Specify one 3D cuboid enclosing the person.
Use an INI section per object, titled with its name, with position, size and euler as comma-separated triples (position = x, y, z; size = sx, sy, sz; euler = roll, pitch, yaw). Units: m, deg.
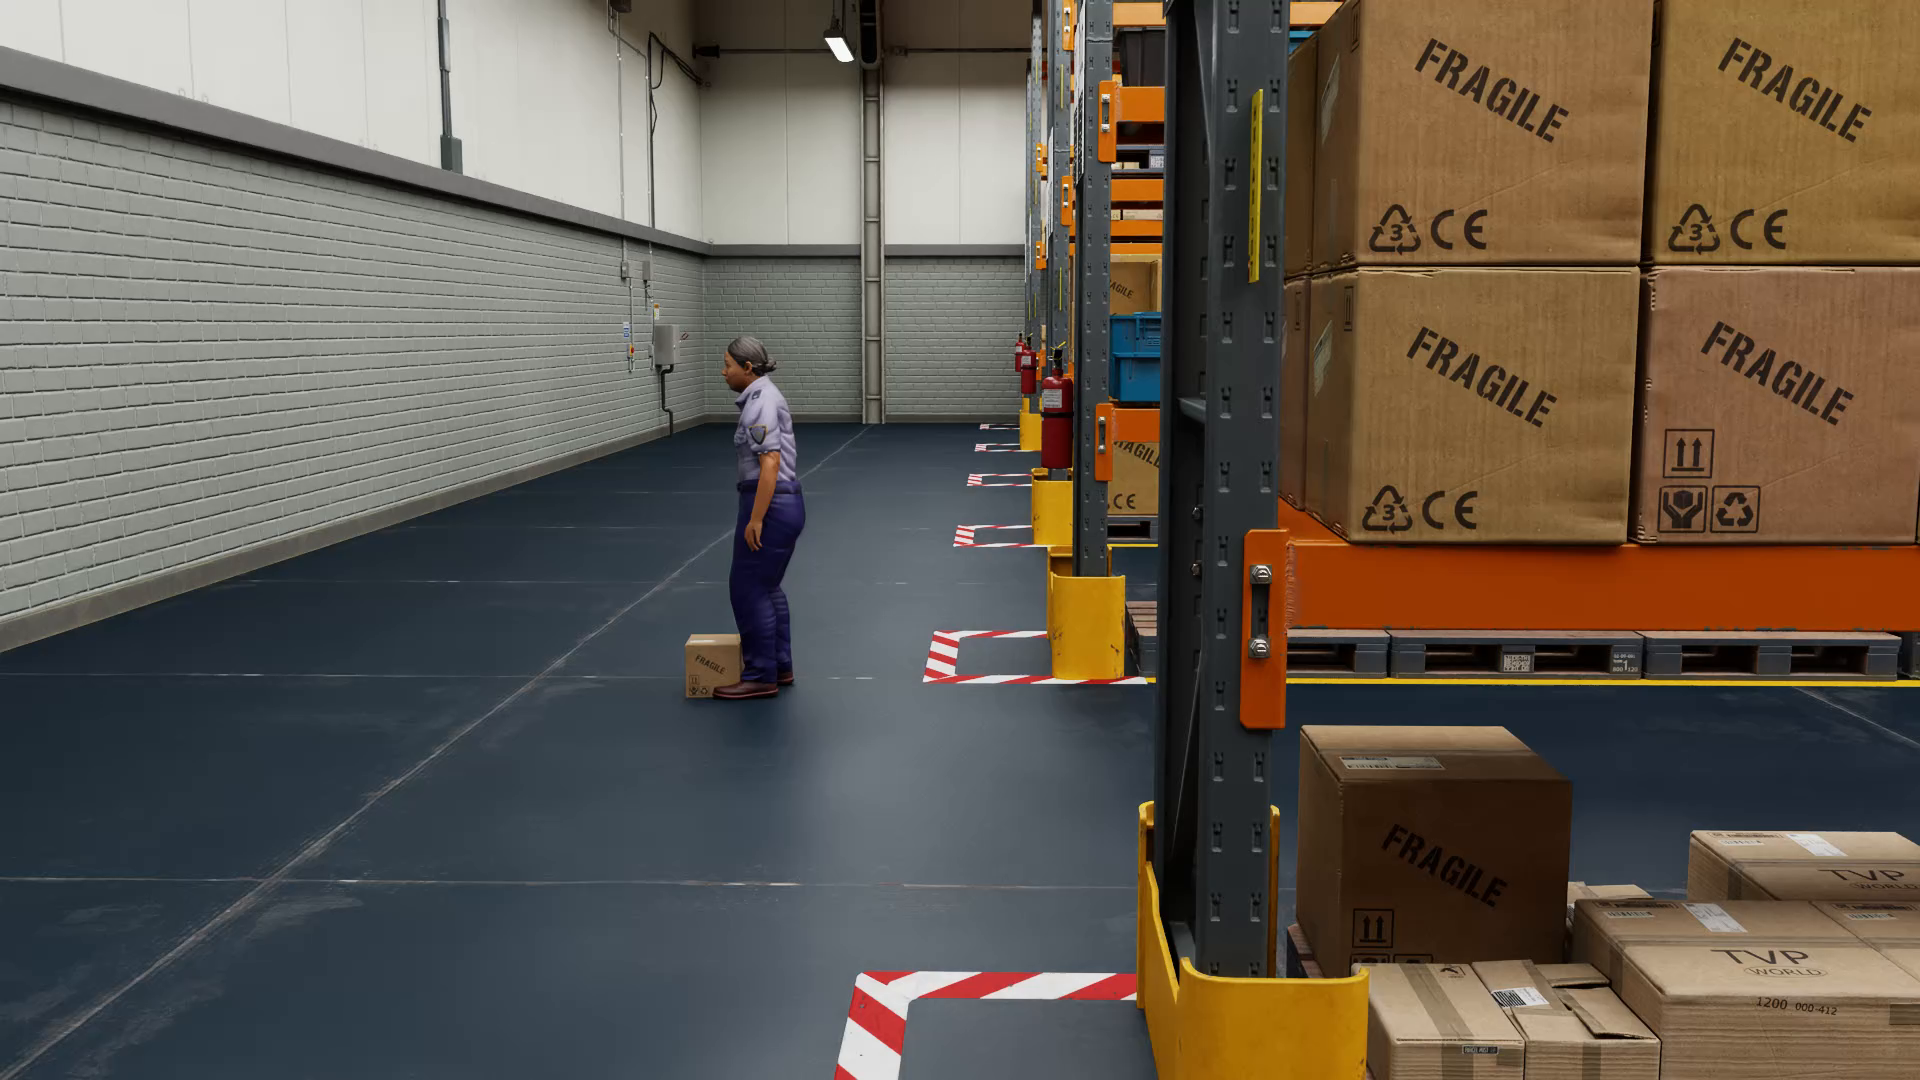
[person]
position = -0.929, -0.102, 7.657
size = 0.427, 1.636, 0.562
euler = 0, 7, -2
